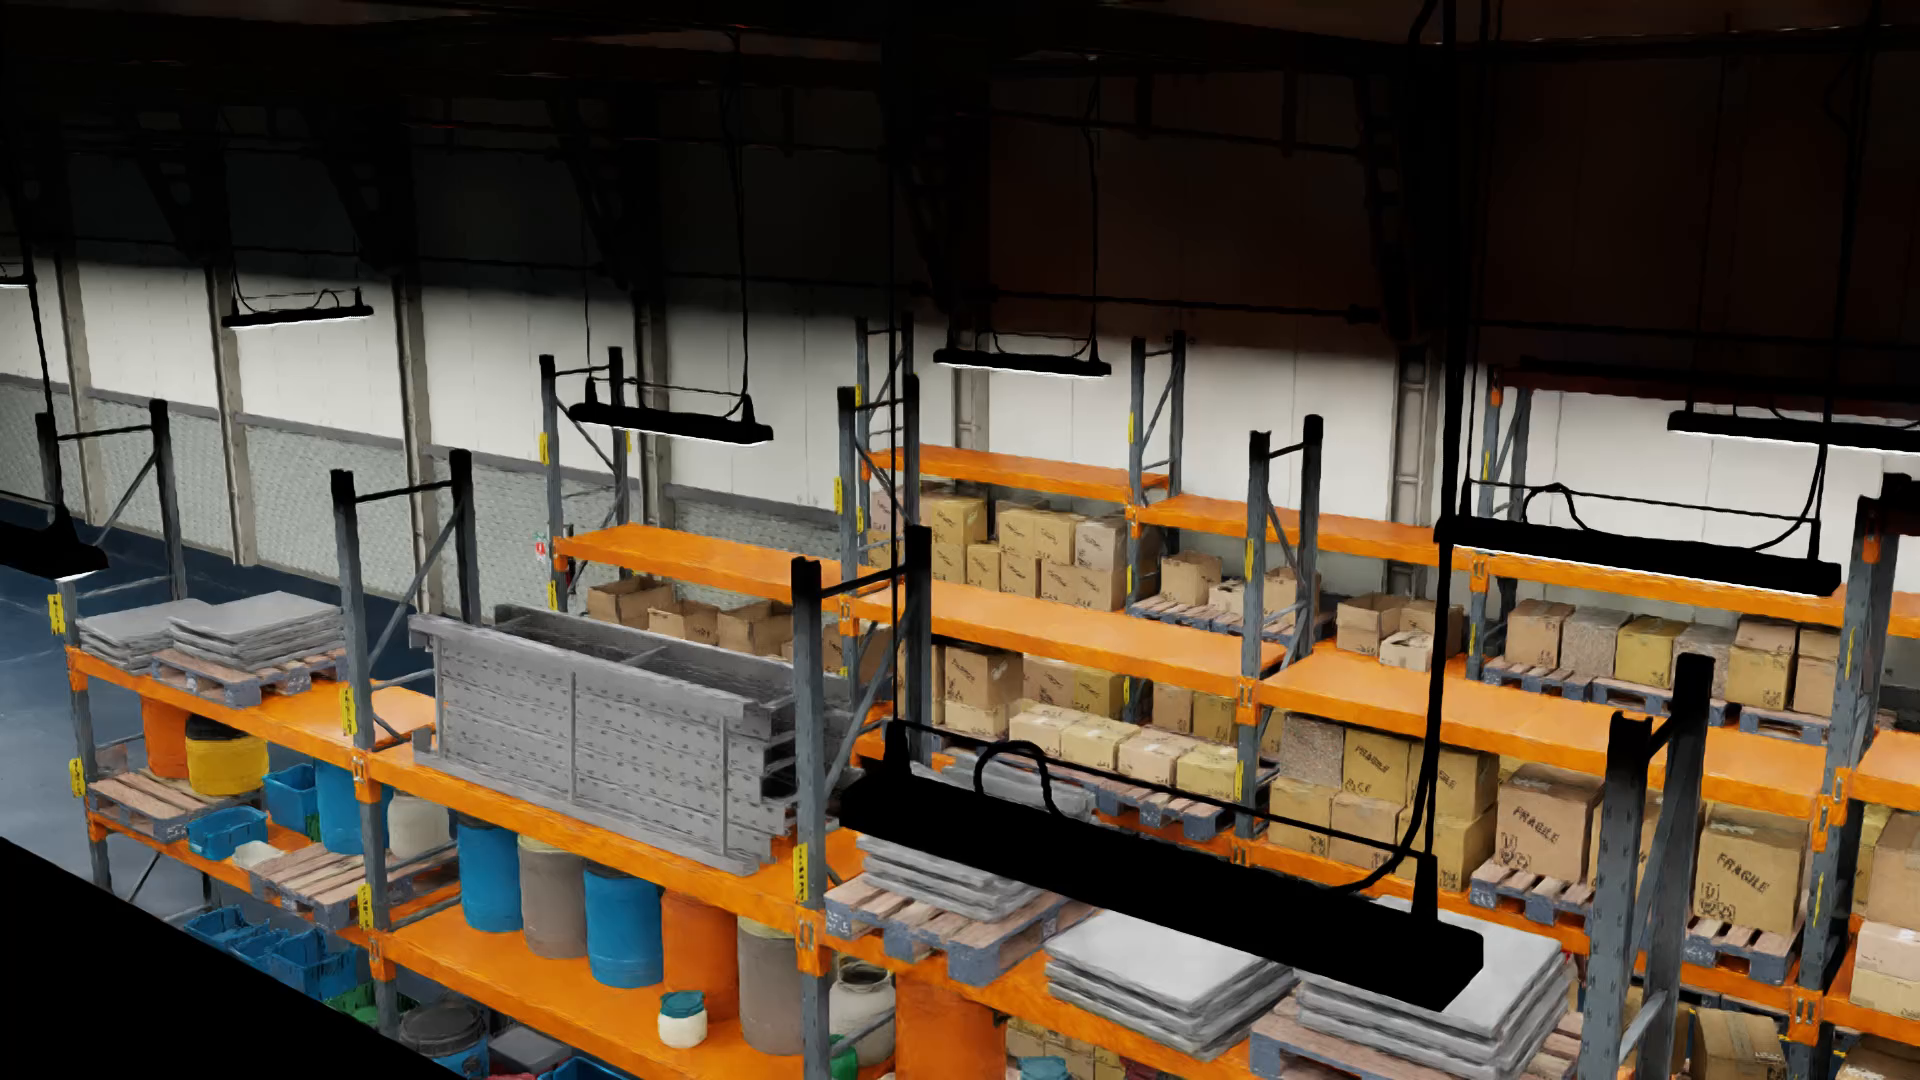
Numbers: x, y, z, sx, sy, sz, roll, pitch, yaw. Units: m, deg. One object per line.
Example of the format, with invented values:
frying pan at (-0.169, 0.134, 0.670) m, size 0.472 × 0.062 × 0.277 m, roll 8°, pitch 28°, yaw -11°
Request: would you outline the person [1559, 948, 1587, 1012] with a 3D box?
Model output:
person at (5.277, 3.875, 14.843) m, size 1.040 × 1.669 × 0.554 m, roll 9°, pitch 16°, yaw 35°
